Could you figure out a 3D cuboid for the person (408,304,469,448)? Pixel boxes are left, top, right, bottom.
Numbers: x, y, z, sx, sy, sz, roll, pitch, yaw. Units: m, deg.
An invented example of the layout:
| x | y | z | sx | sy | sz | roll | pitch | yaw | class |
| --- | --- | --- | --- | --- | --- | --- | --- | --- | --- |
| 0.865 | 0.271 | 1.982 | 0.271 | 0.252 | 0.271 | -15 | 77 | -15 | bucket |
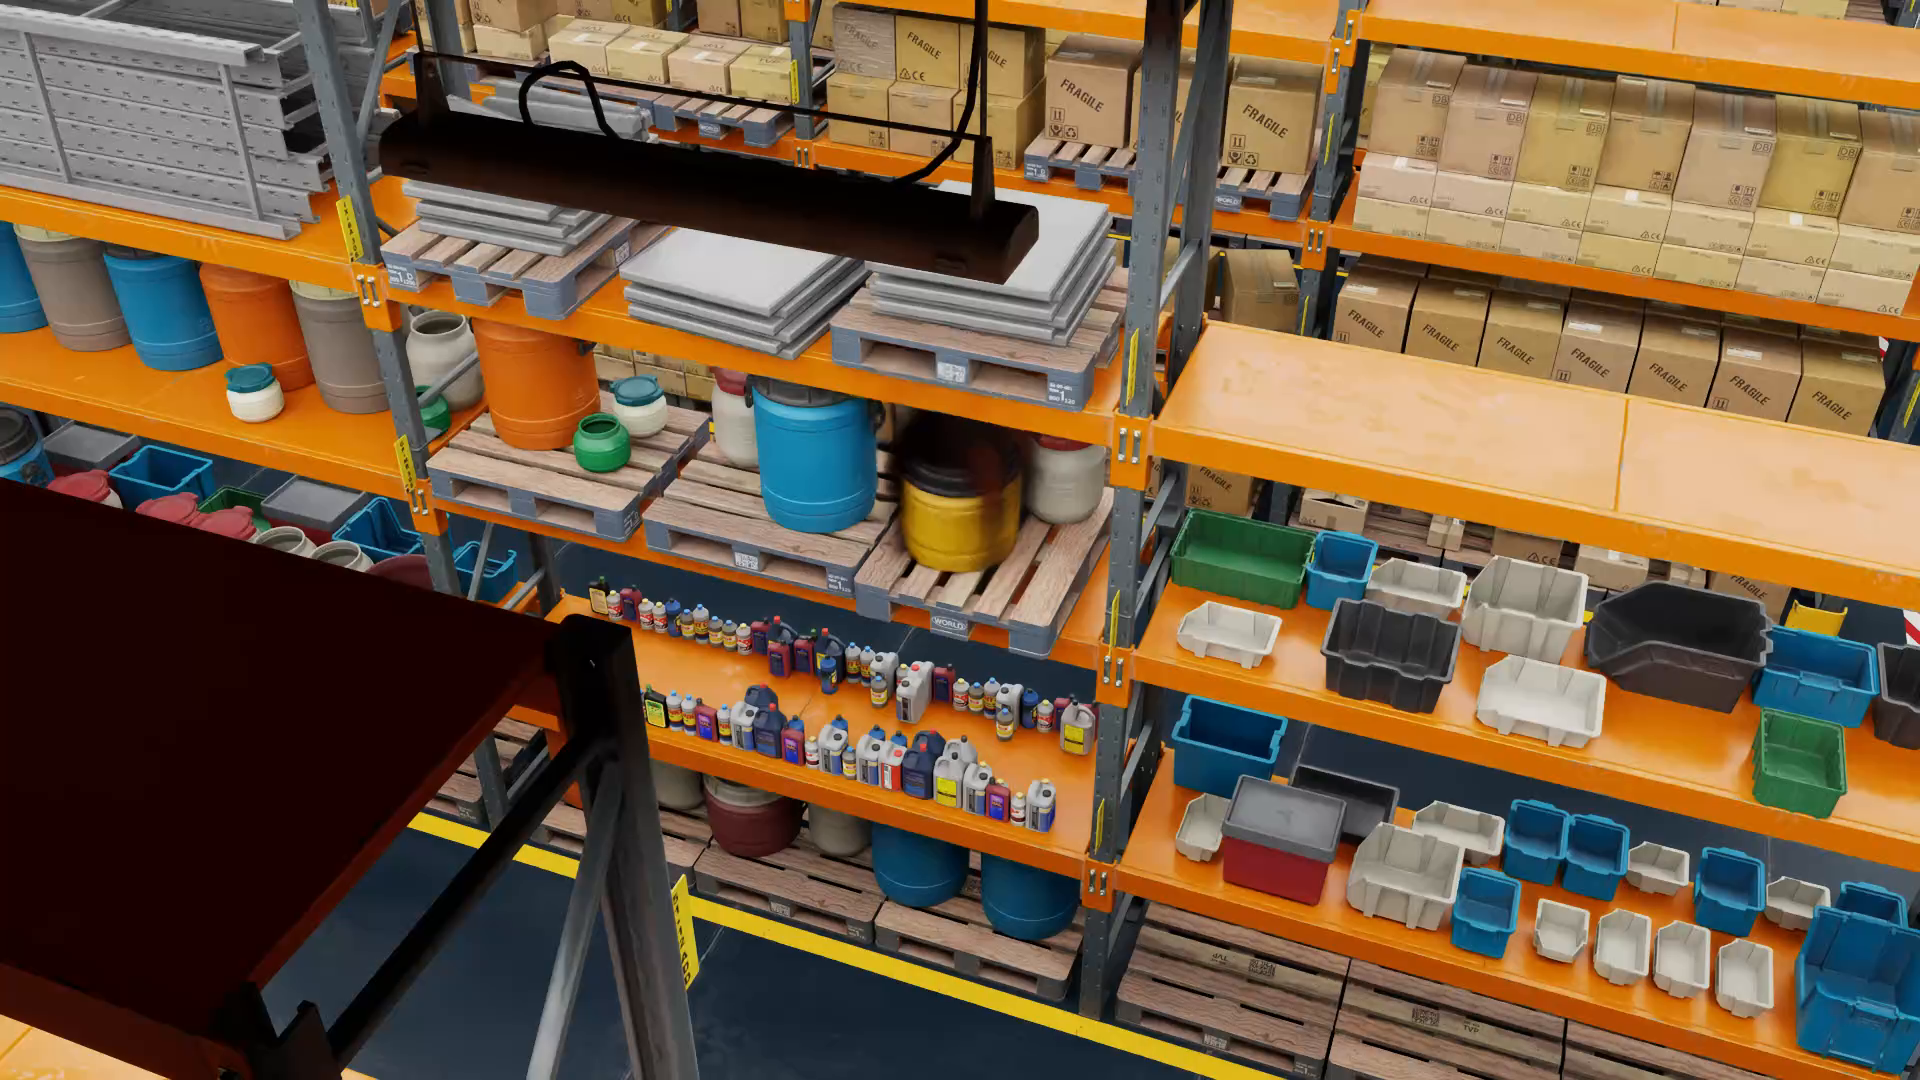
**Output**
| x | y | z | sx | sy | sz | roll | pitch | yaw | class |
| --- | --- | --- | --- | --- | --- | --- | --- | --- | --- |
| -4.281 | -1.387 | 13.876 | 0.530 | 1.790 | 0.581 | -28 | 45 | -32 | person |
